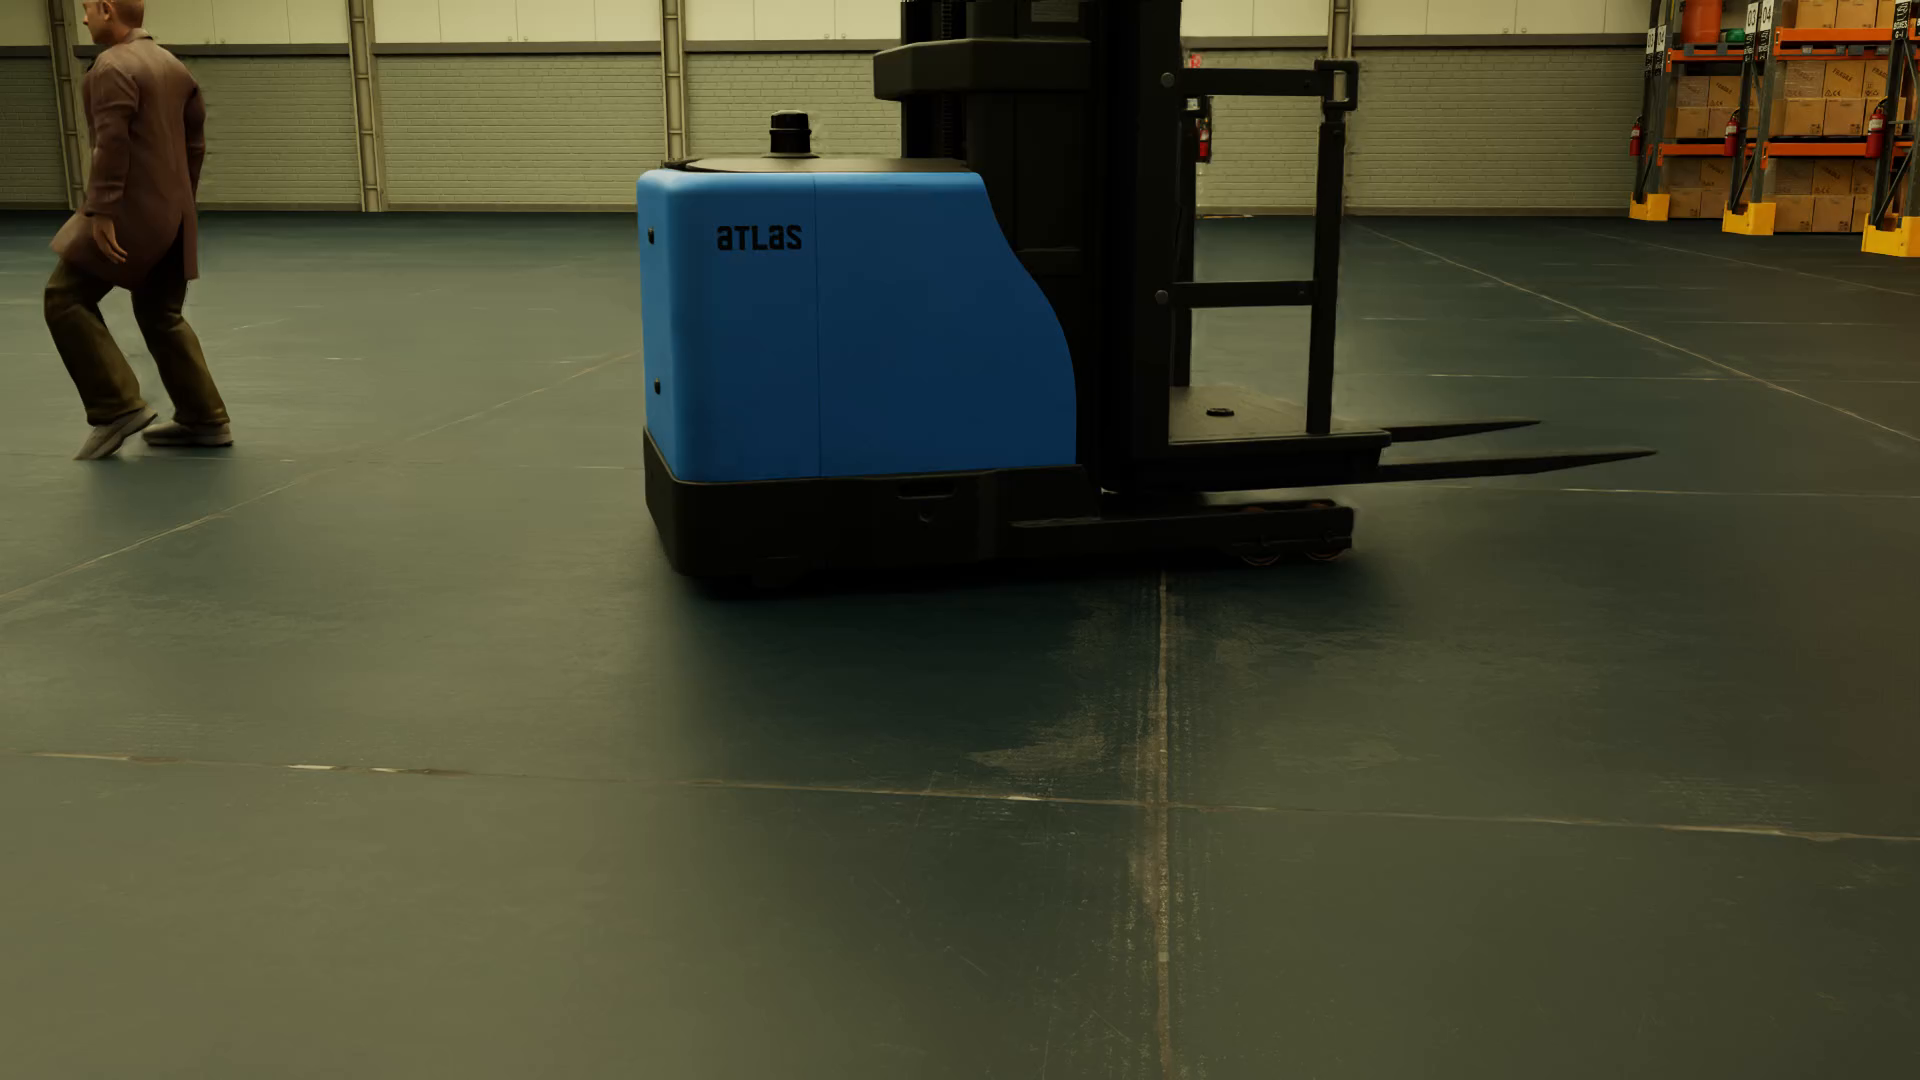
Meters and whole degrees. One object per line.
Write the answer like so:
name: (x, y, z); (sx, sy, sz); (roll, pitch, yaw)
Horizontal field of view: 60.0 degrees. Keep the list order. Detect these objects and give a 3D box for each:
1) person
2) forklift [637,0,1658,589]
person: (-3.126, -1.189, 6.282); (0.529, 1.807, 0.709); (1, 13, 3)
forklift: (0.611, -1.465, 4.776); (3.031, 2.935, 1.130); (-4, 14, -15)
